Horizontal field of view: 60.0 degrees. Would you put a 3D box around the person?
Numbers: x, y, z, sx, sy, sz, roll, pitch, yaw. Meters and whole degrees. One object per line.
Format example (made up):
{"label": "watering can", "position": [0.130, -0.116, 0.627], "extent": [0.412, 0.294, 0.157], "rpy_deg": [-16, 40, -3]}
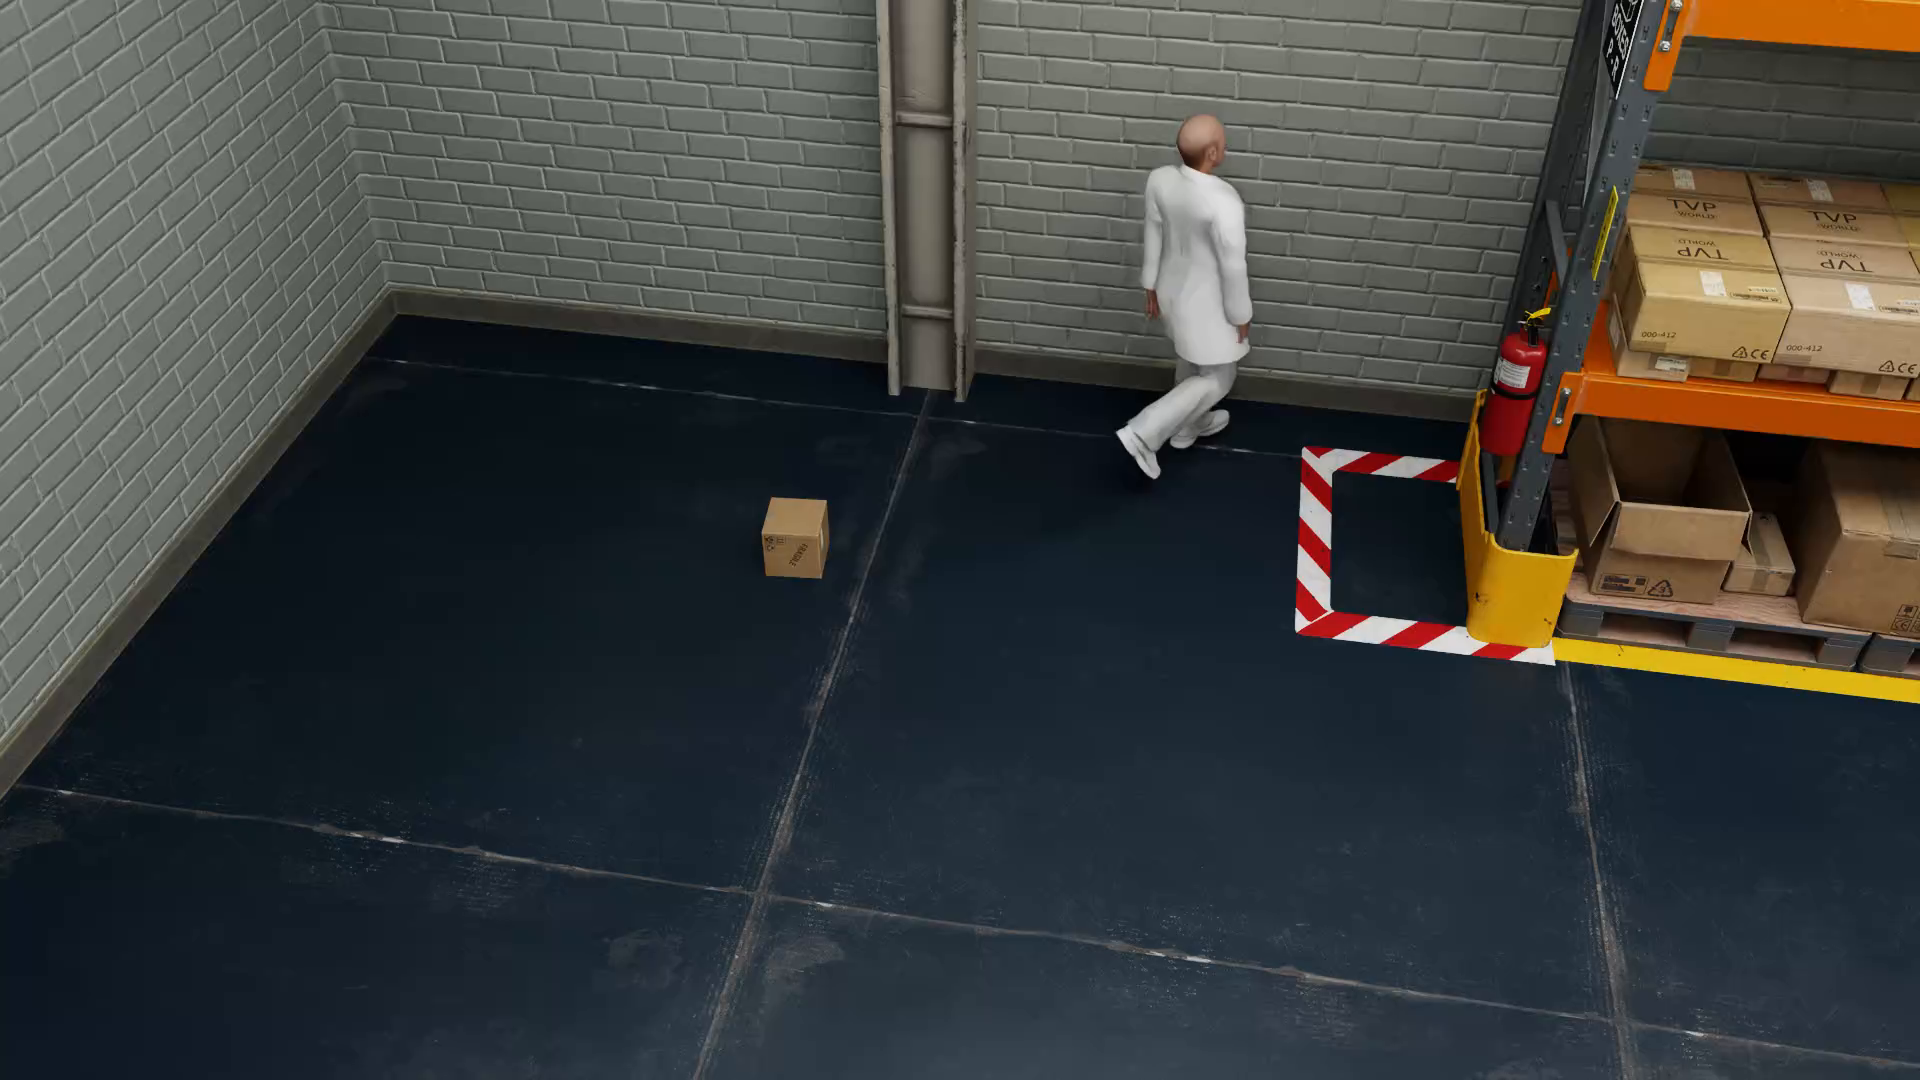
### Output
{"label": "person", "position": [1.026, -1.065, 7.409], "extent": [0.835, 1.753, 0.588], "rpy_deg": [-24, 46, -26]}
